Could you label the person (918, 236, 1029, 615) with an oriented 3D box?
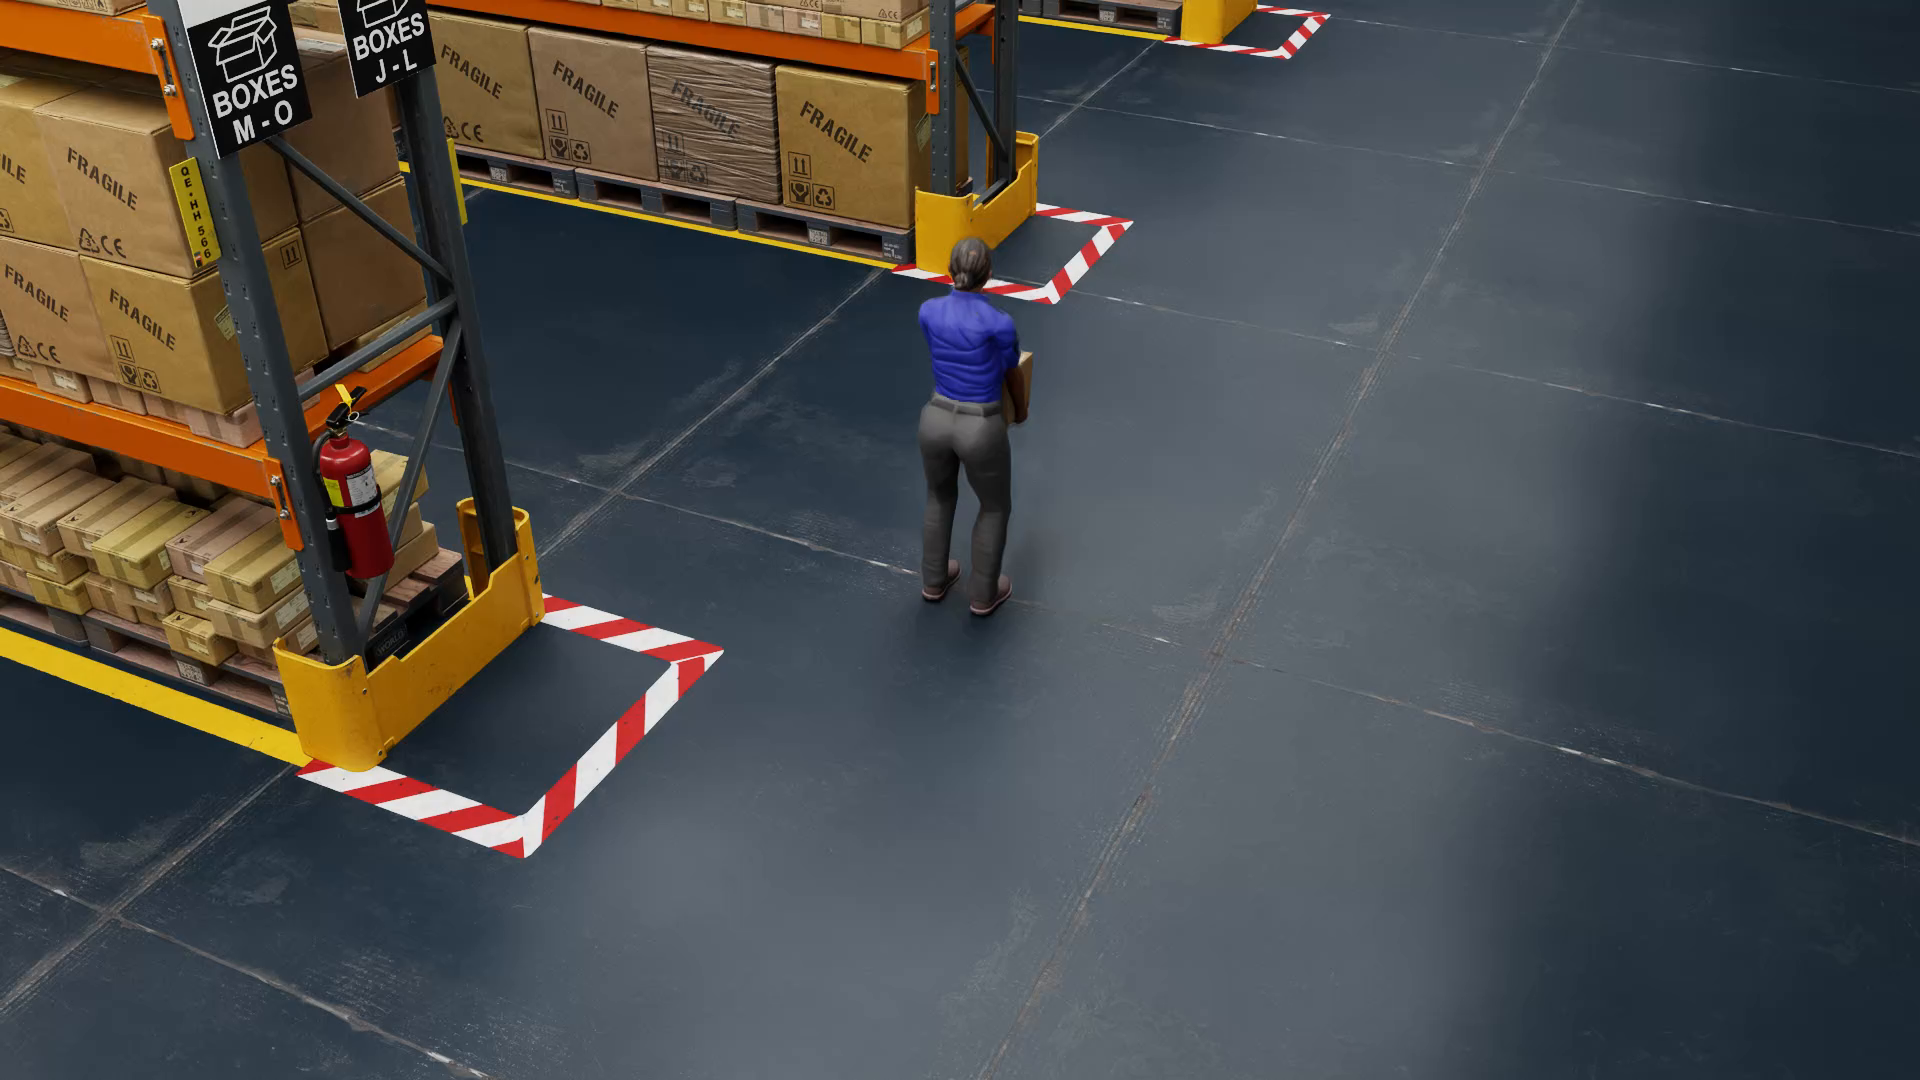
[{"bbox_3d":[0.049,-0.489,6.892,0.412,1.647,0.529,14,36,20],"label":"person"}]
